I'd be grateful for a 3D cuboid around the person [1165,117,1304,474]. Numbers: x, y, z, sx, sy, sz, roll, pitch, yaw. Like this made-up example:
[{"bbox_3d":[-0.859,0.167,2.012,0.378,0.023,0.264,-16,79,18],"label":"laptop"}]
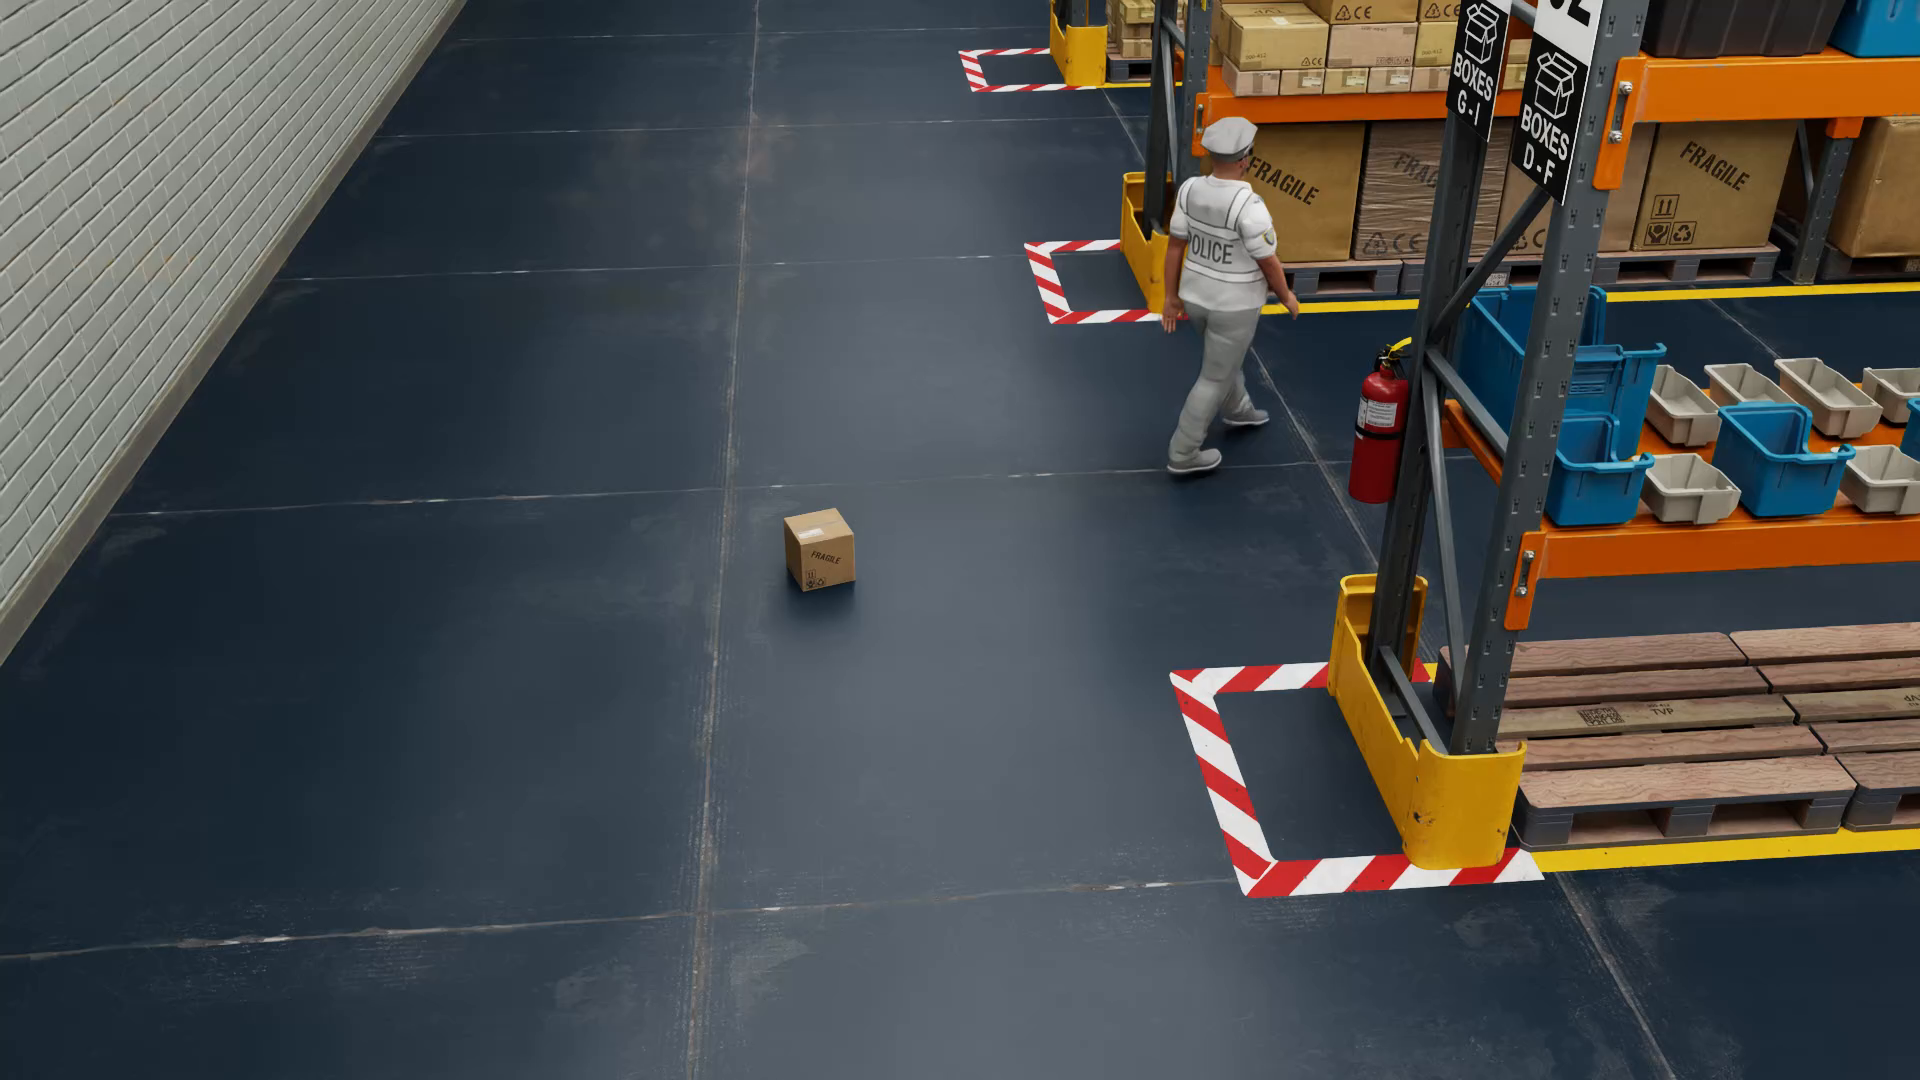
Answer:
[{"bbox_3d":[1.395,-1.219,8.118,0.949,1.730,0.534,-20,36,-30],"label":"person"}]
